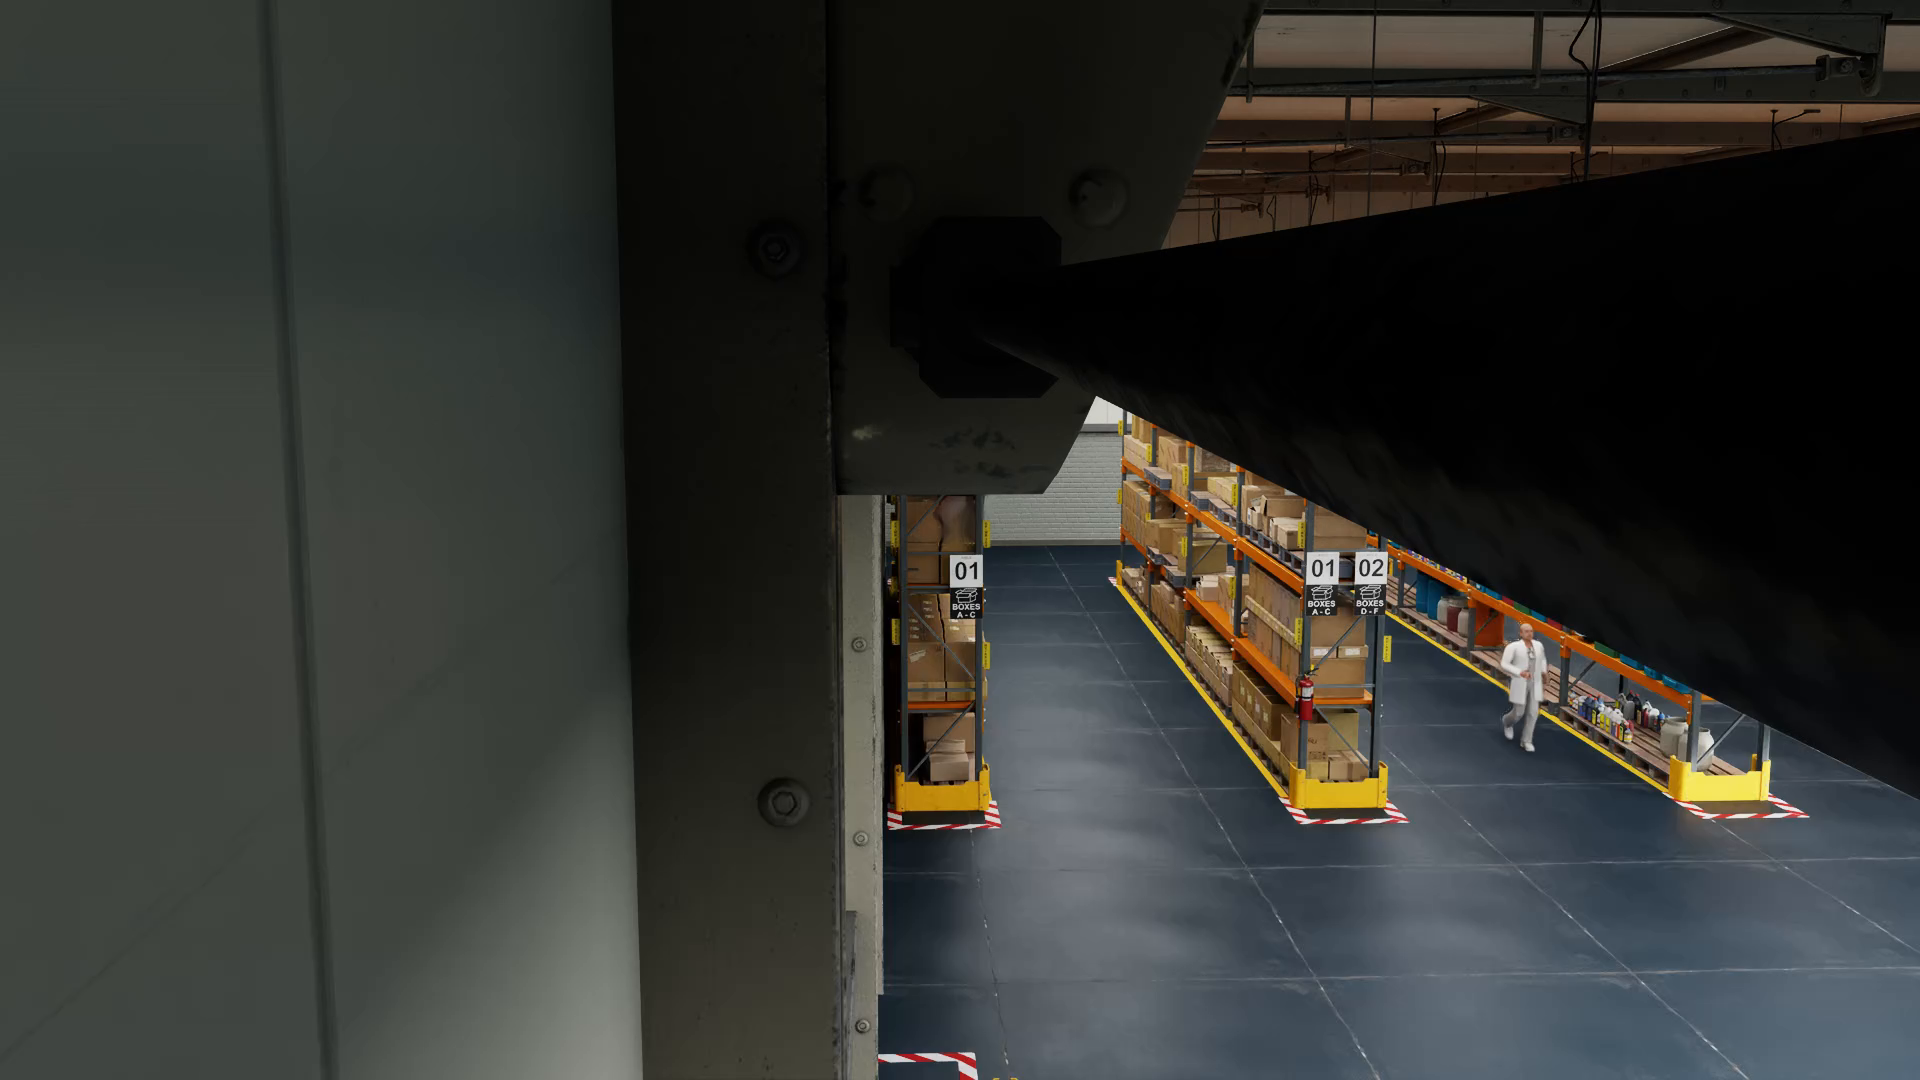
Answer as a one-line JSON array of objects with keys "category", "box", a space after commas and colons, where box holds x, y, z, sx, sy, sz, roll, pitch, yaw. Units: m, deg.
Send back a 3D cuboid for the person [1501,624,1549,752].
[{"category": "person", "box": [7.922, 2.036, 23.343, 0.714, 1.748, 0.843, -1, 8, -4]}]
